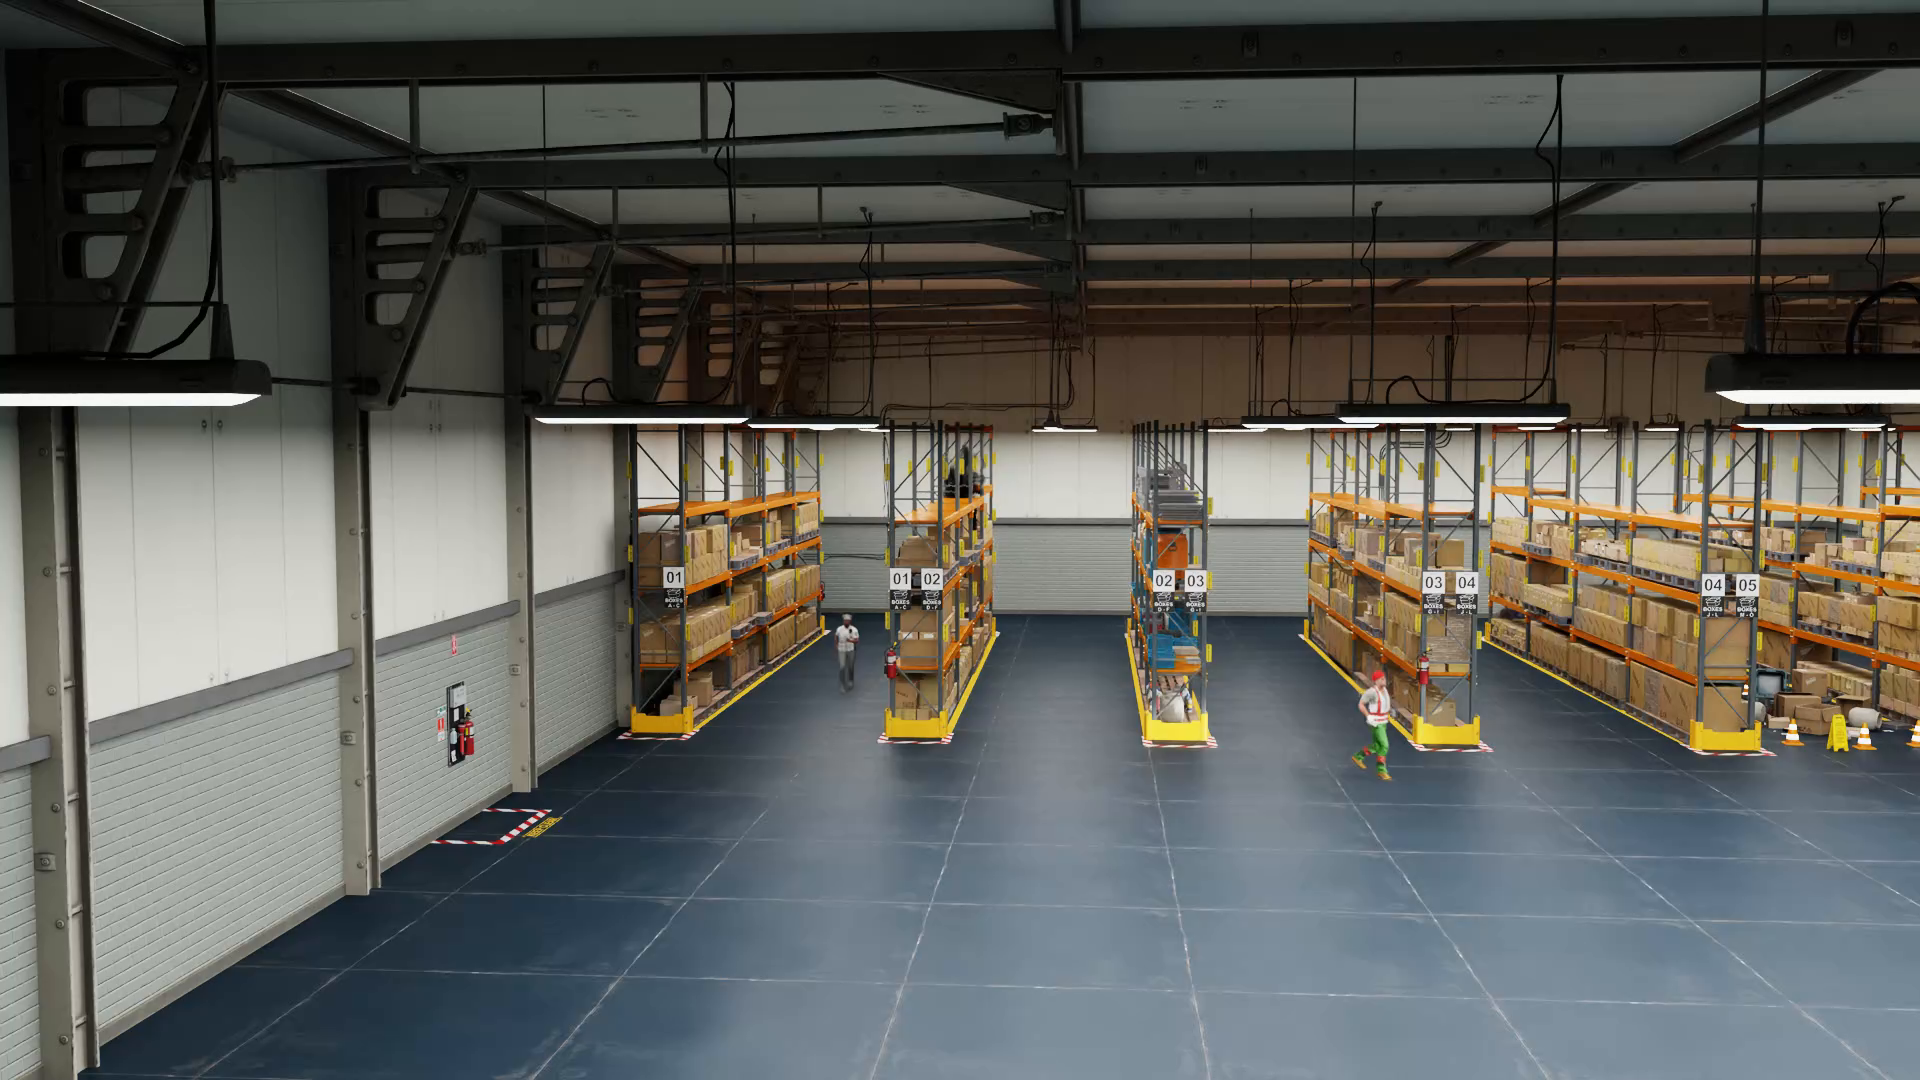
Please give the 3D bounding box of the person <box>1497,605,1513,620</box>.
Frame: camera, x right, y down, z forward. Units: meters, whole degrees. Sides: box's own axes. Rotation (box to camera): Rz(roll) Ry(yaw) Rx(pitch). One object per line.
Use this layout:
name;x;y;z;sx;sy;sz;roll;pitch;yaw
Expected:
person;15.524;1.888;47.238;0.743;1.789;0.680;0;4;-1

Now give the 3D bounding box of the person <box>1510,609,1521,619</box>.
person;15.948;1.886;47.767;0.870;1.645;0.609;-2;4;-25

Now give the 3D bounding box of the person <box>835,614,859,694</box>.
person;-2.533;2.515;37.161;0.557;1.738;0.818;0;4;-1

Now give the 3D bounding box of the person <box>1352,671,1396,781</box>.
person;6.925;3.077;27.800;0.810;1.821;0.675;4;5;45
